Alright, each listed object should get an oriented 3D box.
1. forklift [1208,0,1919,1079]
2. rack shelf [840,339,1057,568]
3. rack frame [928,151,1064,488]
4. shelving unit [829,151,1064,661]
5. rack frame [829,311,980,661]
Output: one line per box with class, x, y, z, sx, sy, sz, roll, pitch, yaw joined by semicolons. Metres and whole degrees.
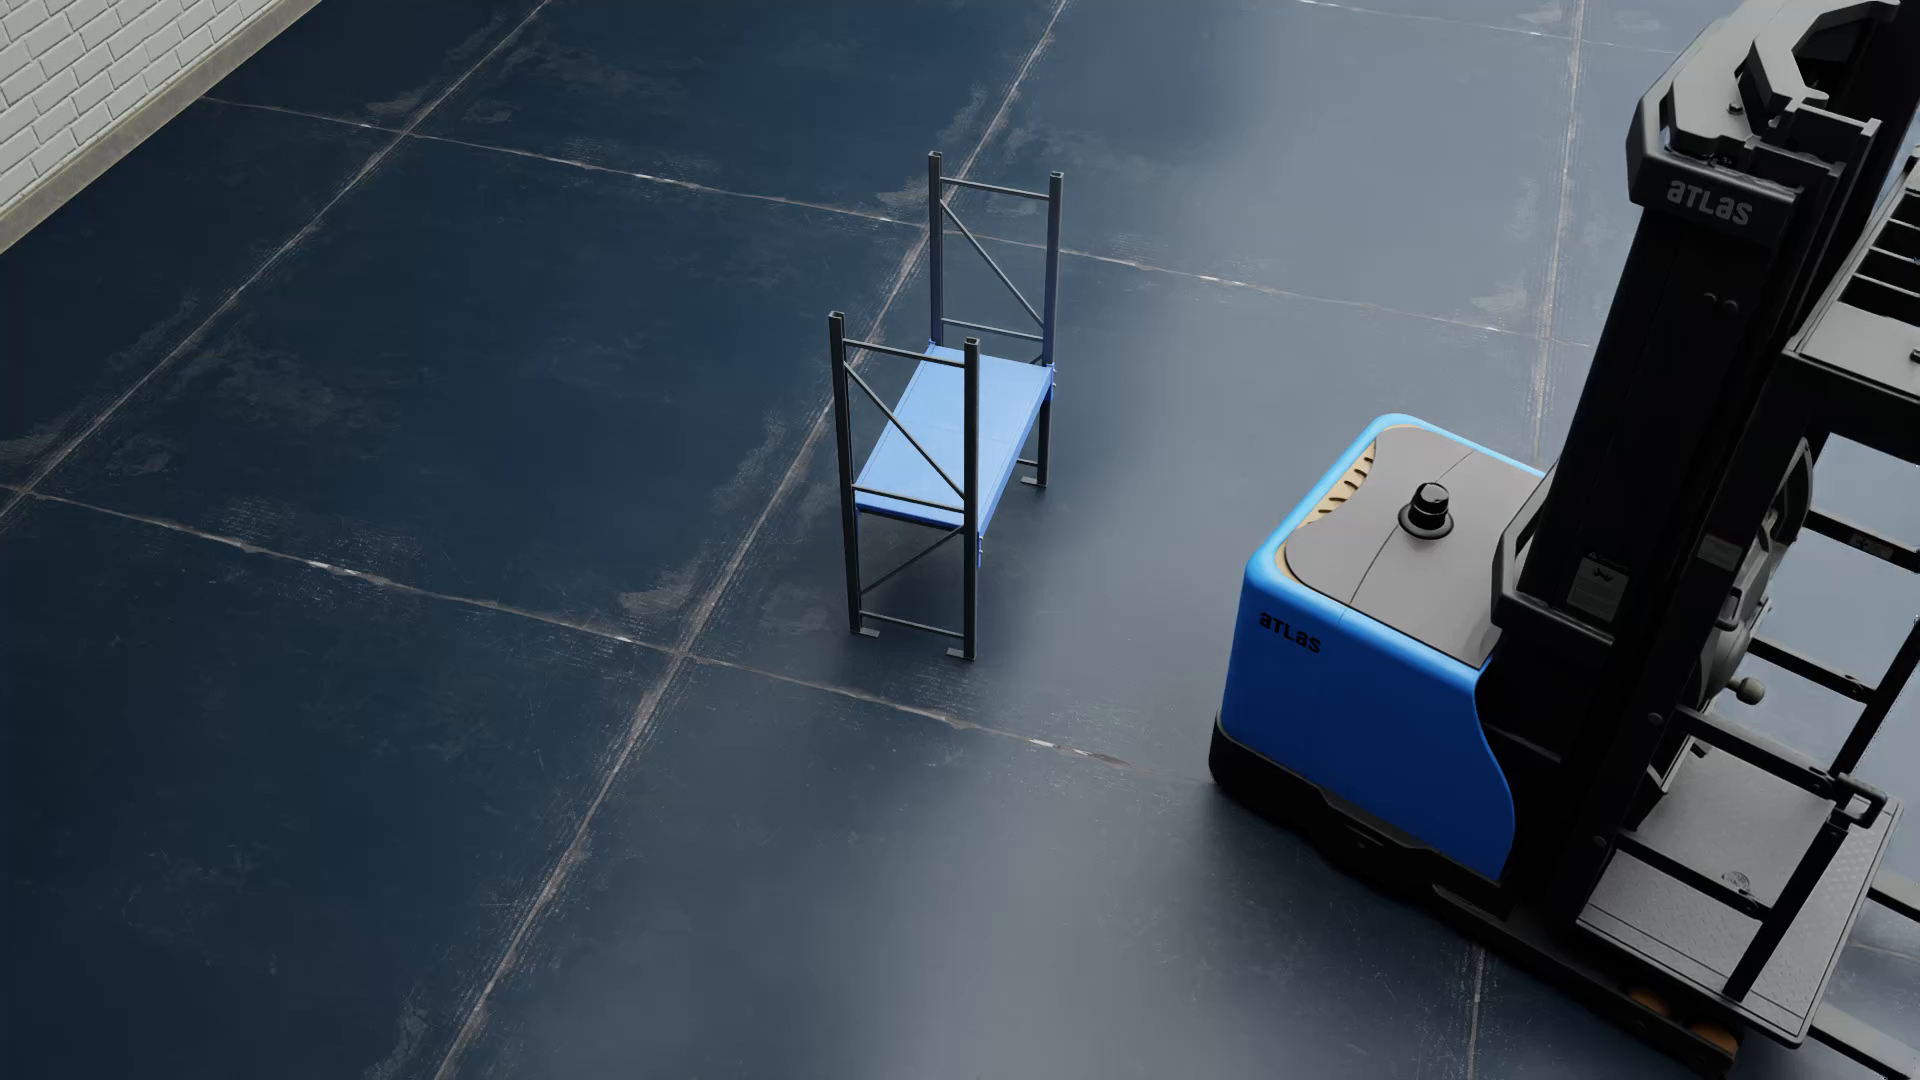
forklift;2.354;0.154;4.497;3.031;2.935;1.130;28;51;26
rack shelf;-0.026;-0.351;6.293;0.538;0.185;1.000;13;46;12
rack frame;0.128;-0.818;6.514;0.500;1.500;0.032;13;46;12
shelving unit;-0.026;-0.479;6.167;0.538;1.500;1.048;13;46;12
rack frame;-0.180;-0.140;5.821;0.500;1.500;0.032;13;46;12
